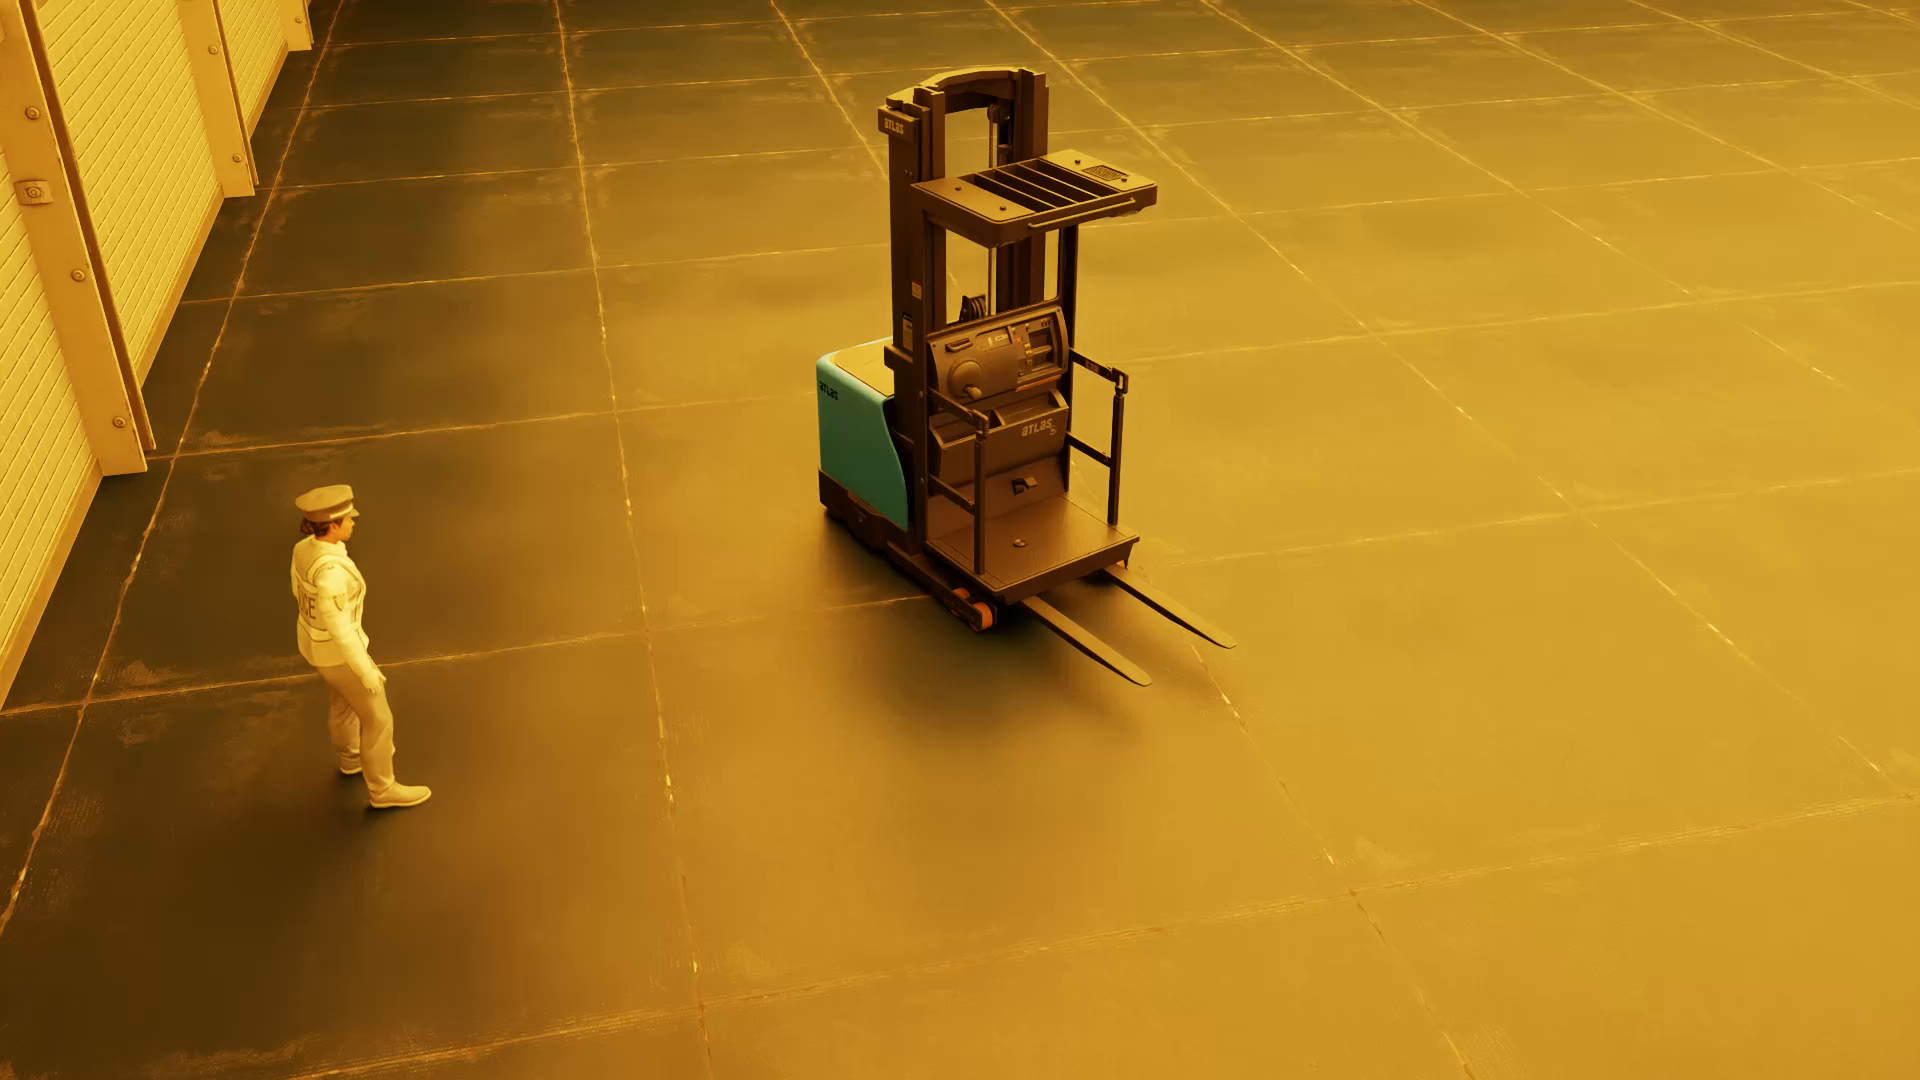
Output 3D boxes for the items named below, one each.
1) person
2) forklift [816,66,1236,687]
[{"bbox_3d":[-2.926,0.528,7.933,0.396,1.667,0.610,-21,36,-31],"label":"person"},{"bbox_3d":[0.355,-1.021,9.338,1.130,2.935,3.031,-20,35,-30],"label":"forklift"}]
